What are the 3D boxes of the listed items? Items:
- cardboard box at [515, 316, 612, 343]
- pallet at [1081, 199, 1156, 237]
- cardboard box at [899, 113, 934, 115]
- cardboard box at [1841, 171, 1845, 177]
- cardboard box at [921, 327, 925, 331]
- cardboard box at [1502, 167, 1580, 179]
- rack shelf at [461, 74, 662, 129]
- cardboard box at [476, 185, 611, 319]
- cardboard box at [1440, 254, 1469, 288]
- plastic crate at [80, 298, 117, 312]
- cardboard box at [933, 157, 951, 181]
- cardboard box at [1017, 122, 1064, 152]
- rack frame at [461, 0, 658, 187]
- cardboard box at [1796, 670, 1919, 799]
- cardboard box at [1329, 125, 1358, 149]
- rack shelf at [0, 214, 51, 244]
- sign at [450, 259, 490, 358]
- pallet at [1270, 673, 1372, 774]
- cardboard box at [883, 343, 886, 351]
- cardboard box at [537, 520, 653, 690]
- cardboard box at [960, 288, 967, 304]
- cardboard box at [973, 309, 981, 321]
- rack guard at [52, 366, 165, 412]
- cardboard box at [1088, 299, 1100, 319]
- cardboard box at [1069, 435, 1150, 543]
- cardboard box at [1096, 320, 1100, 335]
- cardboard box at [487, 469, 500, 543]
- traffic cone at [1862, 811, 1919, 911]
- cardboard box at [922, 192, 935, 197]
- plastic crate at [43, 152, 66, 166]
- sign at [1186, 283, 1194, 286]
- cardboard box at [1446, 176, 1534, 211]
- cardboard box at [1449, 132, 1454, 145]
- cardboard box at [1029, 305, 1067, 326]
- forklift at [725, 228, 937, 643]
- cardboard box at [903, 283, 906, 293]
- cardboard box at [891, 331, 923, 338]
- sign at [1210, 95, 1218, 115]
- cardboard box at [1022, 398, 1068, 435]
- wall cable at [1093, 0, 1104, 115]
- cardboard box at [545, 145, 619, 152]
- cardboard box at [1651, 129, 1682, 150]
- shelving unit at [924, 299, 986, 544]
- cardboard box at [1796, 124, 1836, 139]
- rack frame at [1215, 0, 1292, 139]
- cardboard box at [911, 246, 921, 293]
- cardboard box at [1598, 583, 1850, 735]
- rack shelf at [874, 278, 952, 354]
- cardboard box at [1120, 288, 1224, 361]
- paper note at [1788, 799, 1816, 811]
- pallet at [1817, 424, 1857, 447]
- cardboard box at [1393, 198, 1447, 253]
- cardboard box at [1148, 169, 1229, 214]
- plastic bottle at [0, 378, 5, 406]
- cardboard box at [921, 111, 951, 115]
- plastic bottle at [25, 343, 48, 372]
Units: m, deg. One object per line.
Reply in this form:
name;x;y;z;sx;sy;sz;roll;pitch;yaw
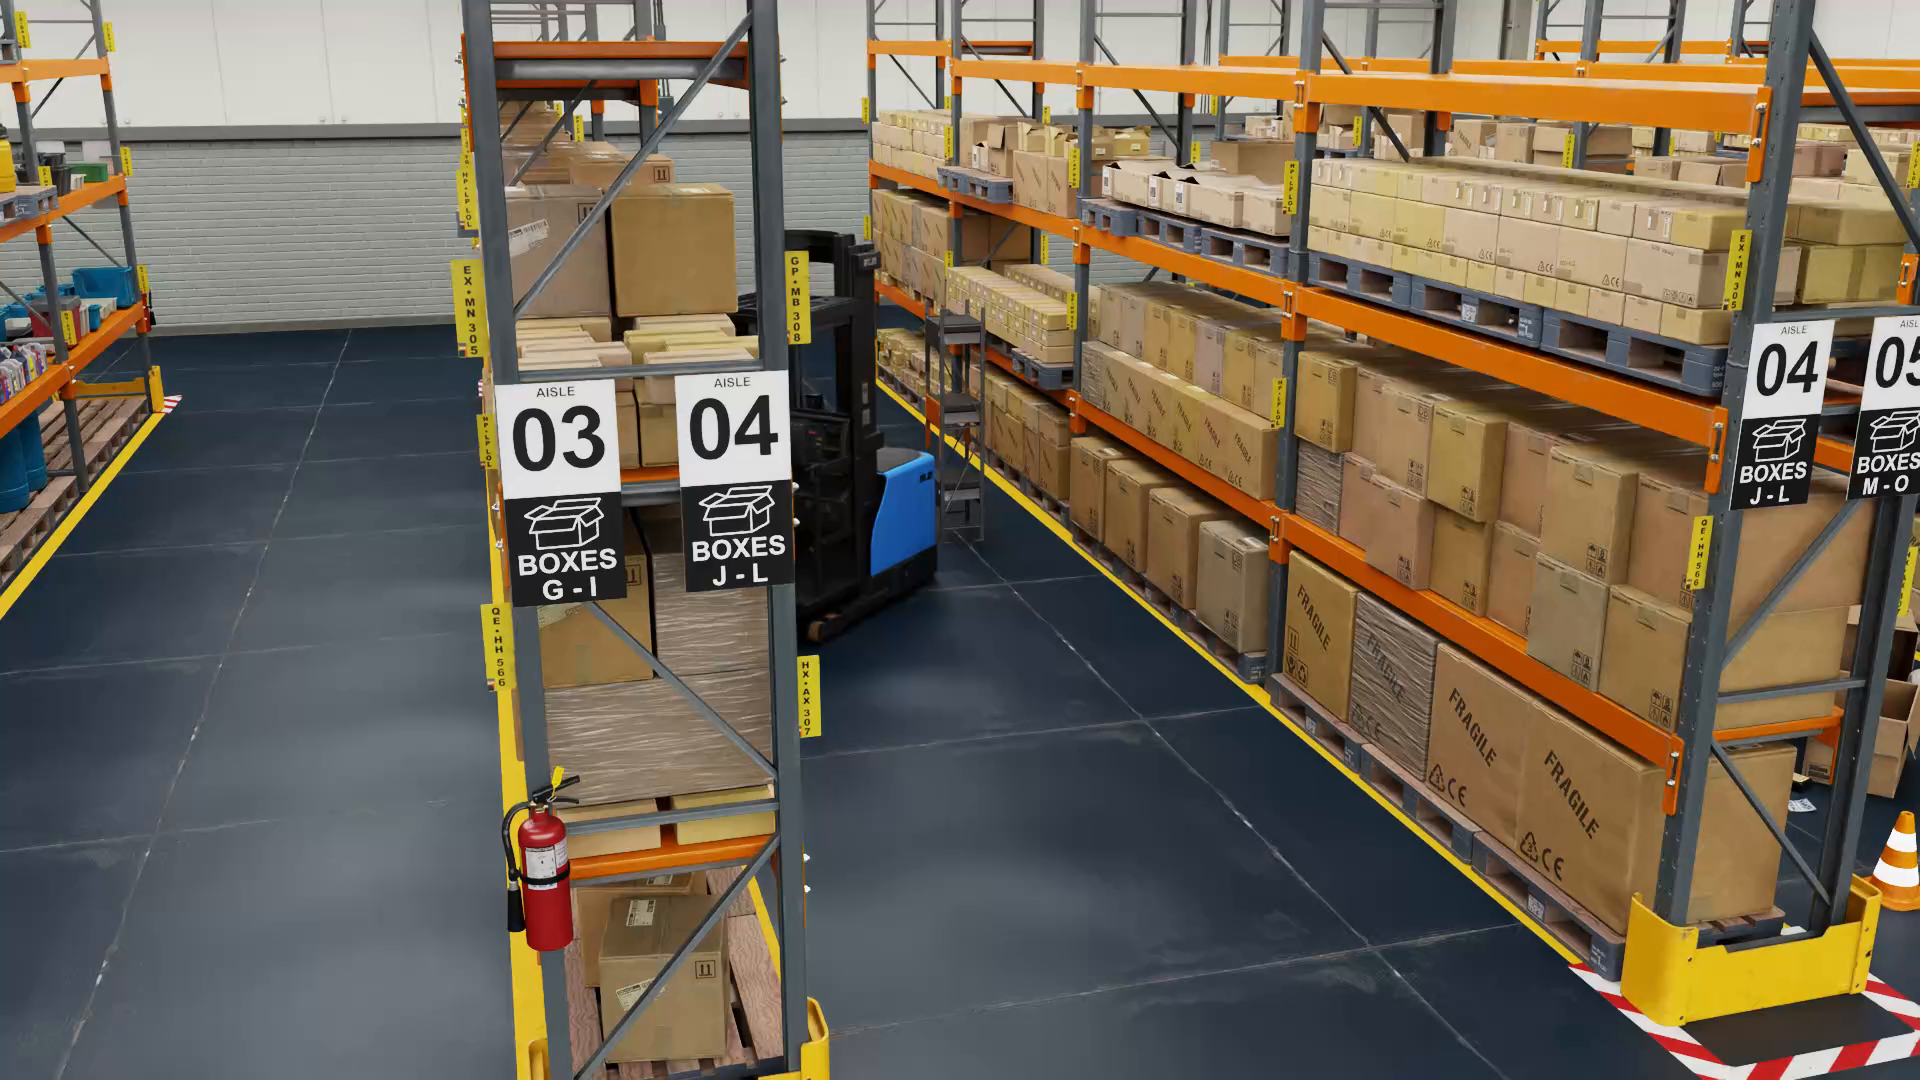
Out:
cardboard box;-1.654;-0.853;6.933;0.380;0.149;0.250;-4;17;-15
pallet;1.727;-2.701;13.843;1.213;0.211;1.003;-4;17;-13
cardboard box;-0.533;-5.146;20.354;0.380;0.149;0.250;-4;17;-14
cardboard box;7.255;-2.878;13.637;0.500;0.250;0.500;-5;17;-16
cardboard box;-0.310;-2.736;22.037;0.380;0.149;0.250;-4;17;-15
cardboard box;3.285;-2.013;9.373;0.380;0.149;0.250;-5;17;-15
rack shelf;-2.748;-2.948;11.070;1.077;0.370;4.000;-5;17;-15
cardboard box;-1.768;-1.227;7.048;0.500;0.500;0.500;-5;17;-15
cardboard box;2.790;-1.439;8.848;0.380;0.149;0.250;-4;17;-15
plastic crate;-9.860;-2.677;19.003;0.396;0.136;0.243;-5;17;-15
cardboard box;0.006;-4.114;18.481;0.500;0.250;0.500;-4;17;-14
cardboard box;0.765;-3.825;15.754;0.396;0.266;0.258;-5;17;-15
rack frame;-2.198;-2.931;9.068;1.000;3.000;0.127;-5;17;-15
cardboard box;5.513;1.175;10.166;0.637;0.503;0.797;11;20;32
cardboard box;4.649;-4.827;19.923;0.396;0.266;0.258;-4;17;-13
rack shelf;-8.609;-2.418;13.824;1.077;0.370;4.000;-5;17;-15
sign;-1.638;-0.774;5.561;0.100;0.325;0.005;-5;17;-15
pallet;2.733;1.130;10.824;1.003;0.211;1.213;-5;17;-15
cardboard box;-0.802;-2.554;21.950;0.380;0.149;0.250;-4;17;-13
cardboard box;-1.487;0.247;6.488;0.500;0.500;0.500;-5;17;-15
cardboard box;0.211;-2.570;17.483;0.380;0.149;0.250;-4;17;-14
cardboard box;0.351;-2.285;17.051;0.380;0.149;0.250;-5;18;-18
rack guard;-10.277;-1.794;20.056;1.175;0.500;0.348;-5;17;-15
cardboard box;1.419;-2.180;15.667;0.380;0.149;0.250;-5;17;-16
cardboard box;1.580;-0.477;14.505;1.050;0.750;0.750;-5;17;-16
cardboard box;1.483;-1.976;15.507;0.380;0.149;0.250;-4;17;-13
cardboard box;-3.467;-0.540;14.500;1.225;0.875;0.875;-6;18;-18
traffic cone;4.917;1.640;8.688;0.336;0.463;0.334;-5;17;-15
cardboard box;-0.195;-4.164;21.170;0.500;0.500;0.500;-5;18;-17
plastic crate;-10.420;-4.231;18.837;0.497;0.269;0.590;-5;17;-15
sign;2.032;-2.128;14.809;0.100;0.325;0.005;-5;17;-15
cardboard box;2.790;-1.821;8.733;0.380;0.149;0.250;-5;17;-16
cardboard box;5.576;-4.422;18.670;0.500;0.311;0.500;-5;17;-15
cardboard box;0.857;-2.063;15.279;0.380;0.149;0.250;-5;17;-16
forklift;-1.350;-0.784;12.466;1.130;2.935;3.031;9;19;28
cardboard box;-0.498;-3.151;20.666;0.380;0.149;0.250;-5;17;-16
cardboard box;-0.690;-2.624;21.663;0.380;0.149;0.250;-4;17;-14
sign;3.497;-6.012;22.880;0.100;0.325;0.005;-5;17;-15
cardboard box;0.910;-1.199;16.041;0.500;0.250;0.500;-4;17;-14
wall cable;2.199;-8.585;27.890;0.463;3.000;0.029;-5;17;-15
cardboard box;-2.774;-2.635;12.254;0.500;0.500;0.500;-5;17;-15
cardboard box;9.377;-5.212;21.617;0.500;0.250;0.500;-5;18;-17
shelving unit;-0.045;-1.051;14.802;0.431;2.100;0.503;-5;17;-15
cardboard box;9.957;-4.761;19.391;0.380;0.149;0.250;-4;17;-14
rack frame;4.033;-7.034;22.726;1.000;3.000;0.127;-5;17;-15
cardboard box;-0.281;-3.218;19.761;0.500;0.500;0.500;-5;17;-16
cardboard box;3.553;0.513;7.768;0.875;0.550;0.550;-5;17;-15
rack shelf;-0.149;-2.844;20.455;1.077;0.370;4.000;-5;17;-15
cardboard box;1.754;-1.791;13.787;0.700;0.500;0.500;-5;17;-16
paper note;4.911;1.551;9.740;0.144;0.017;0.142;1;17;4
pallet;7.260;-0.972;13.309;1.003;0.211;1.213;-5;17;-15
cardboard box;2.743;-1.742;9.163;0.500;0.250;0.500;-5;17;-16
cardboard box;1.766;-2.673;12.674;0.500;0.311;0.500;-5;17;-16
plastic bottle;-8.289;-1.322;14.226;0.144;0.351;0.185;-5;17;-15
cardboard box;-0.280;-5.321;20.936;0.380;0.149;0.250;-5;17;-17
plastic bottle;-8.740;-1.736;15.734;0.152;0.276;0.135;-5;17;-15
